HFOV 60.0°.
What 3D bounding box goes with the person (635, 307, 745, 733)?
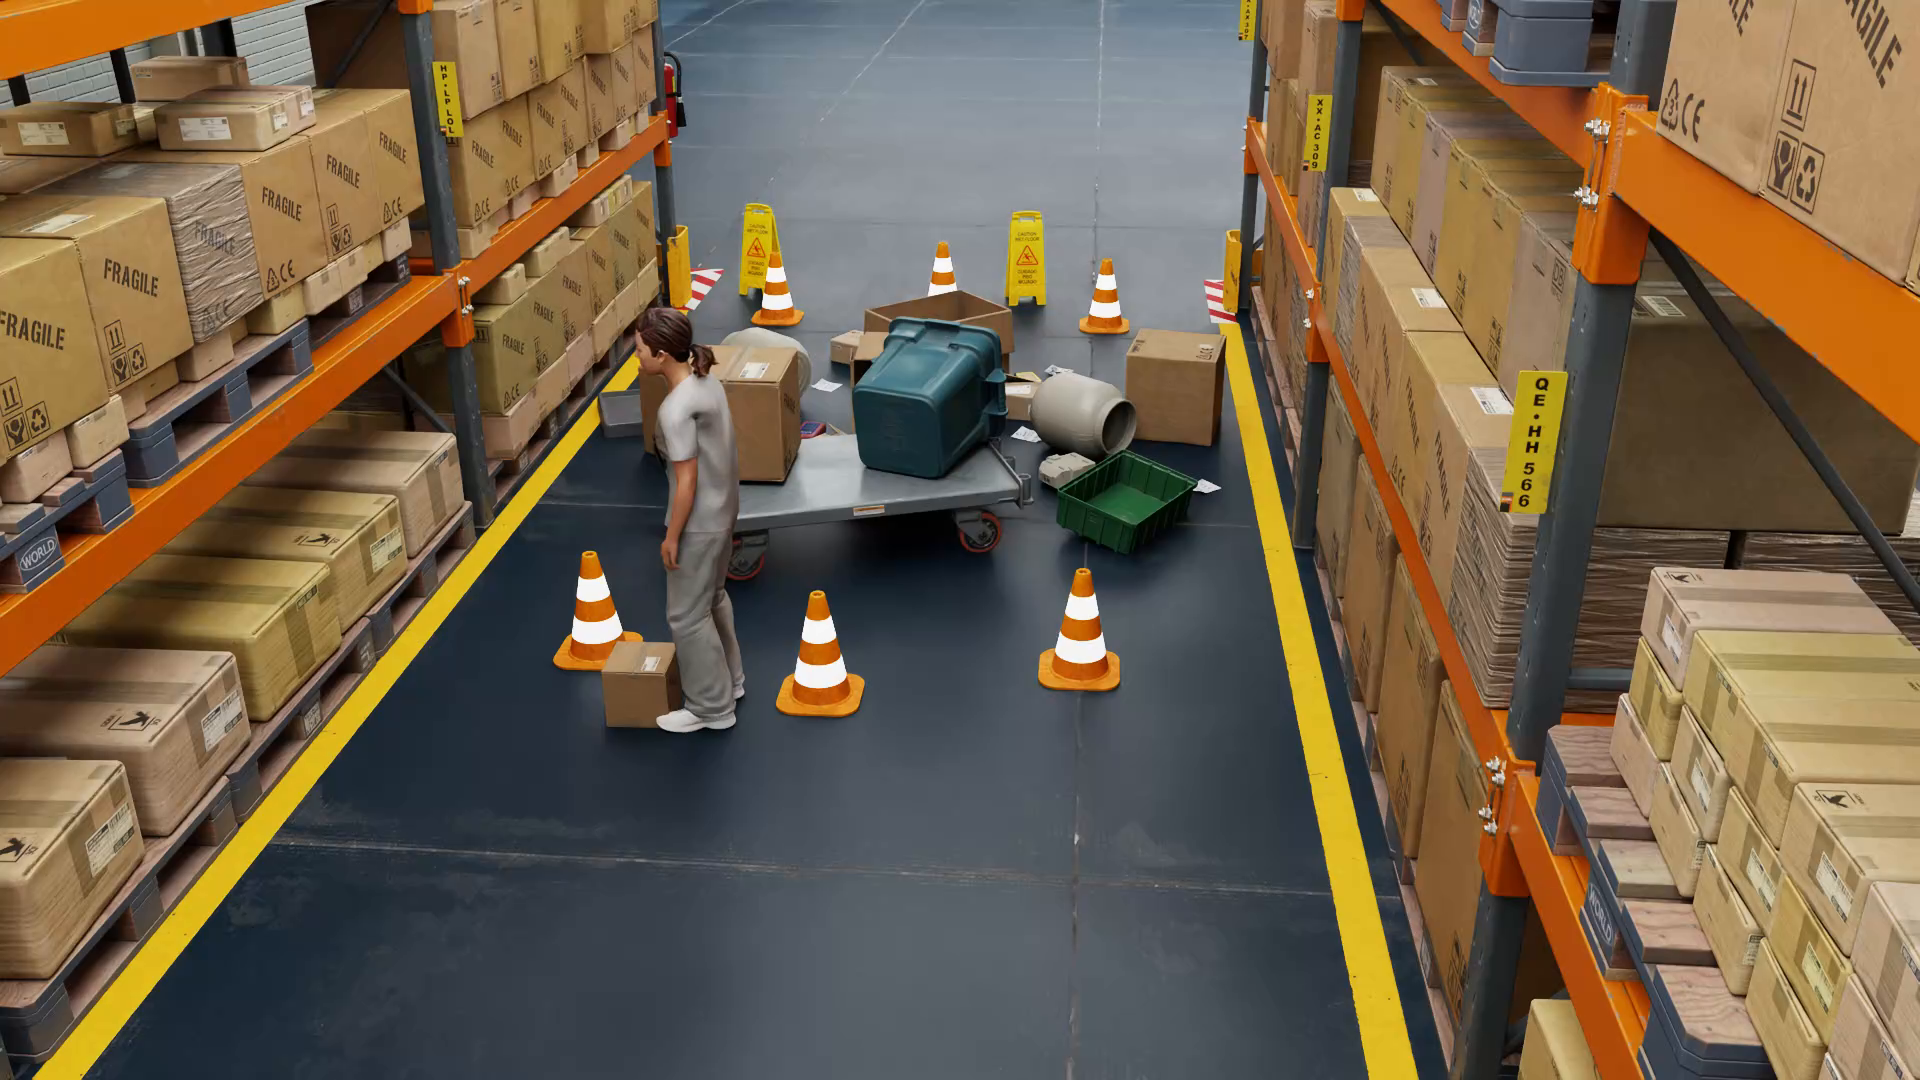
[{"bbox_3d":[-1.006,-0.073,6.264,0.356,1.673,0.487,2,25,4],"label":"person"}]
